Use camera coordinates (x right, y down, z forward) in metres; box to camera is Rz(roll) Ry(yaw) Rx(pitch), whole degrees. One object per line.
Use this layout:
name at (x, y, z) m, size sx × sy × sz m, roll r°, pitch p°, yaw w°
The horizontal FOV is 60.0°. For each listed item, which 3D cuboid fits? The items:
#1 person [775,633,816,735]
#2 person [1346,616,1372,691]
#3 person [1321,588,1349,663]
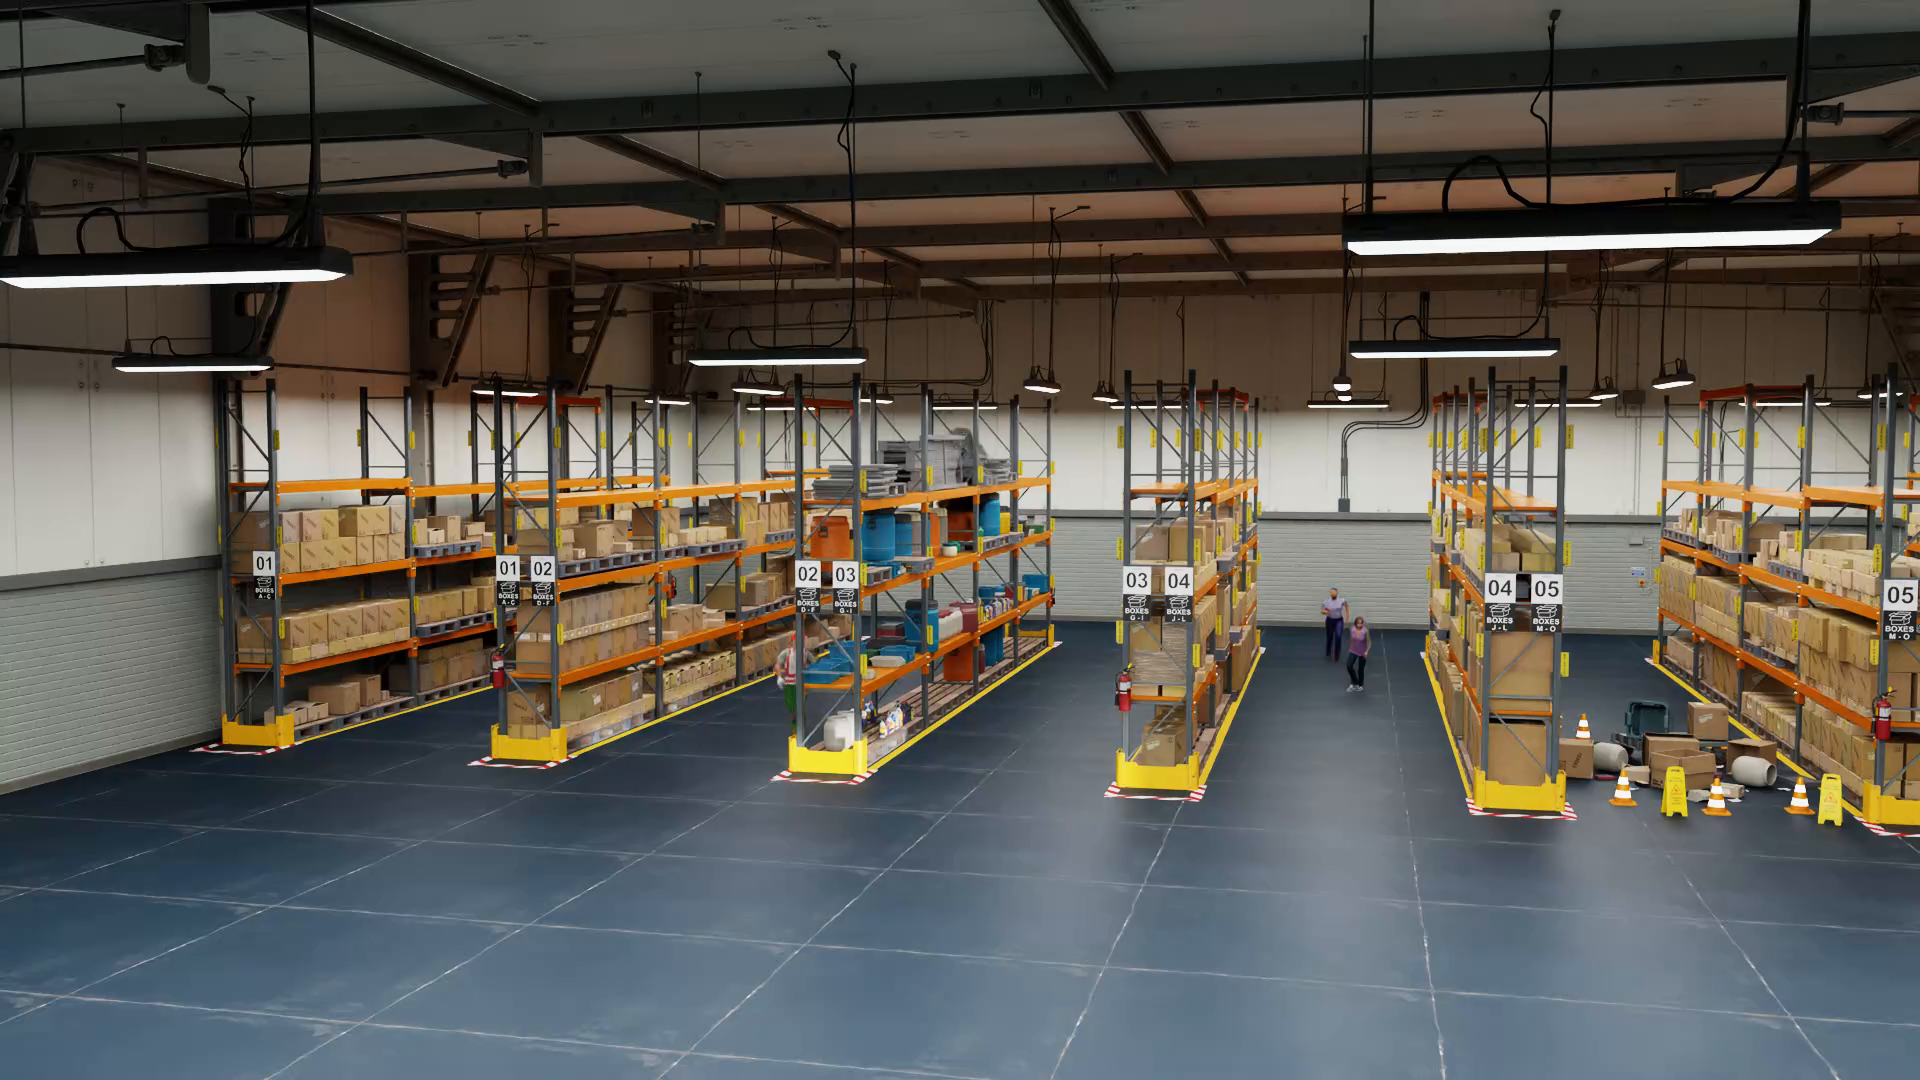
person at (-2.783, 2.440, 28.314) m, size 0.697 × 1.747 × 0.628 m, roll 0°, pitch 3°, yaw 2°
person at (7.890, 2.250, 32.833) m, size 0.527 × 1.529 × 0.728 m, roll 2°, pitch 4°, yaw 26°
person at (8.526, 1.919, 37.822) m, size 0.618 × 1.690 × 0.901 m, roll 1°, pitch 4°, yaw 16°
